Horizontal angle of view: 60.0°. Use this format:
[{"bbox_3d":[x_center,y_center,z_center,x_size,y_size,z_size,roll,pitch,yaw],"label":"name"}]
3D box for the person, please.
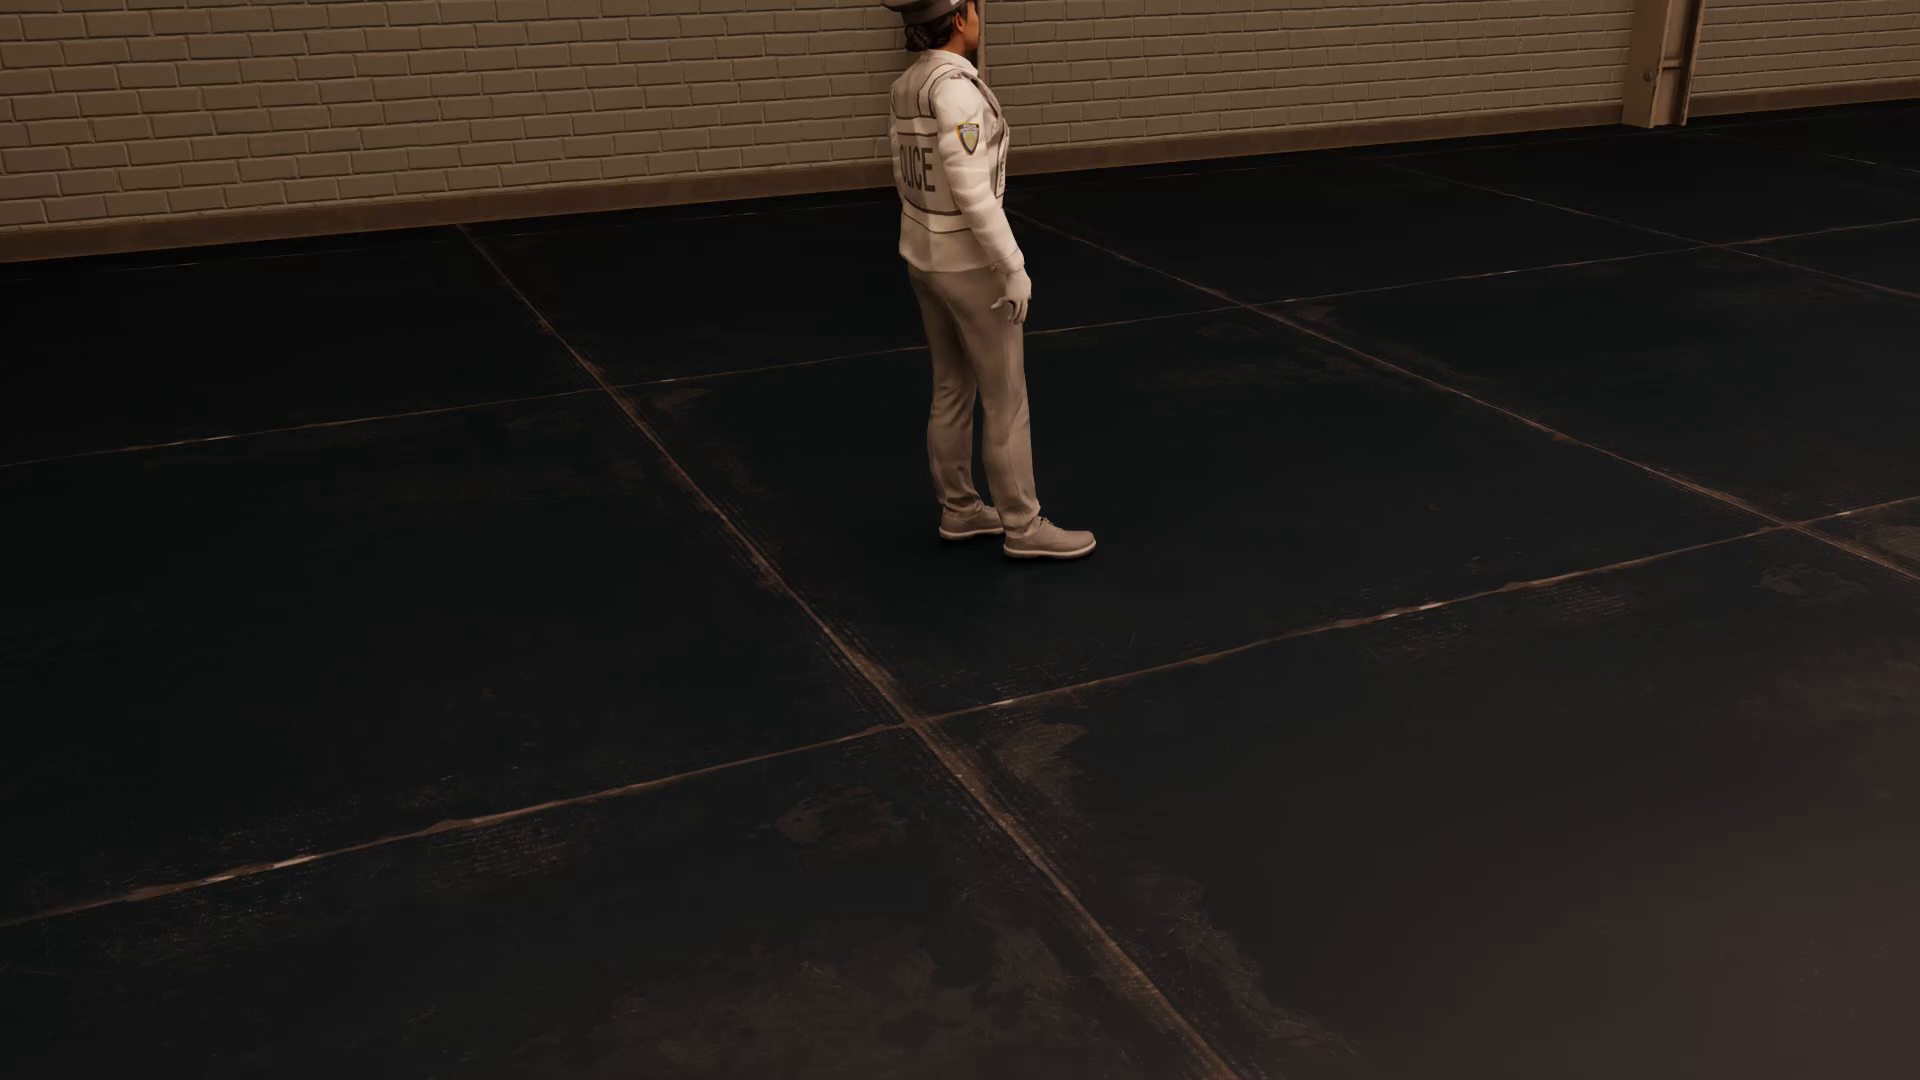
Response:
[{"bbox_3d":[0.066,-0.798,4.800,0.530,1.694,0.586,-10,25,-23],"label":"person"}]
